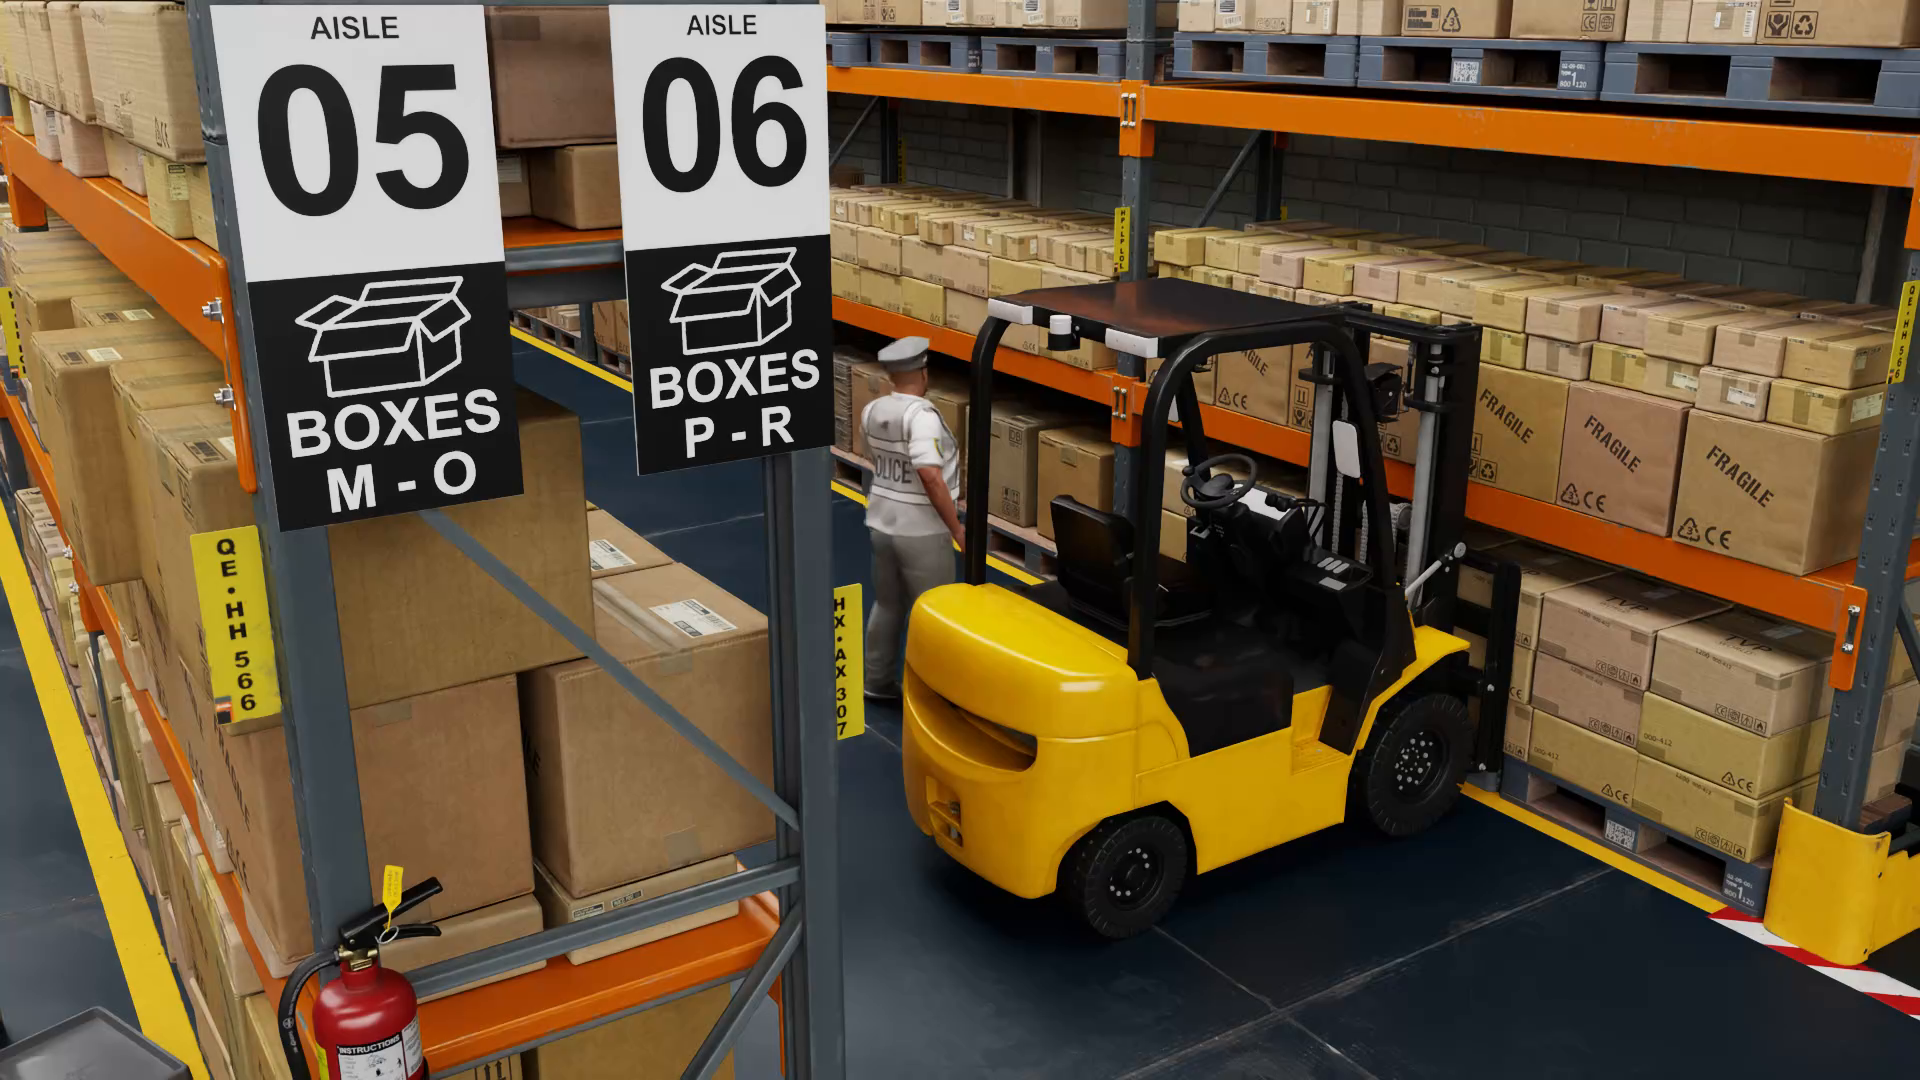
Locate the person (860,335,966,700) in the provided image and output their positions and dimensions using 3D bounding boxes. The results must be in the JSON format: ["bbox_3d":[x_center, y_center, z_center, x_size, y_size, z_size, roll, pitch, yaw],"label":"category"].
[{"bbox_3d":[-0.121,-0.037,7.684,0.599,1.799,0.739,-13,22,-35],"label":"person"}]
